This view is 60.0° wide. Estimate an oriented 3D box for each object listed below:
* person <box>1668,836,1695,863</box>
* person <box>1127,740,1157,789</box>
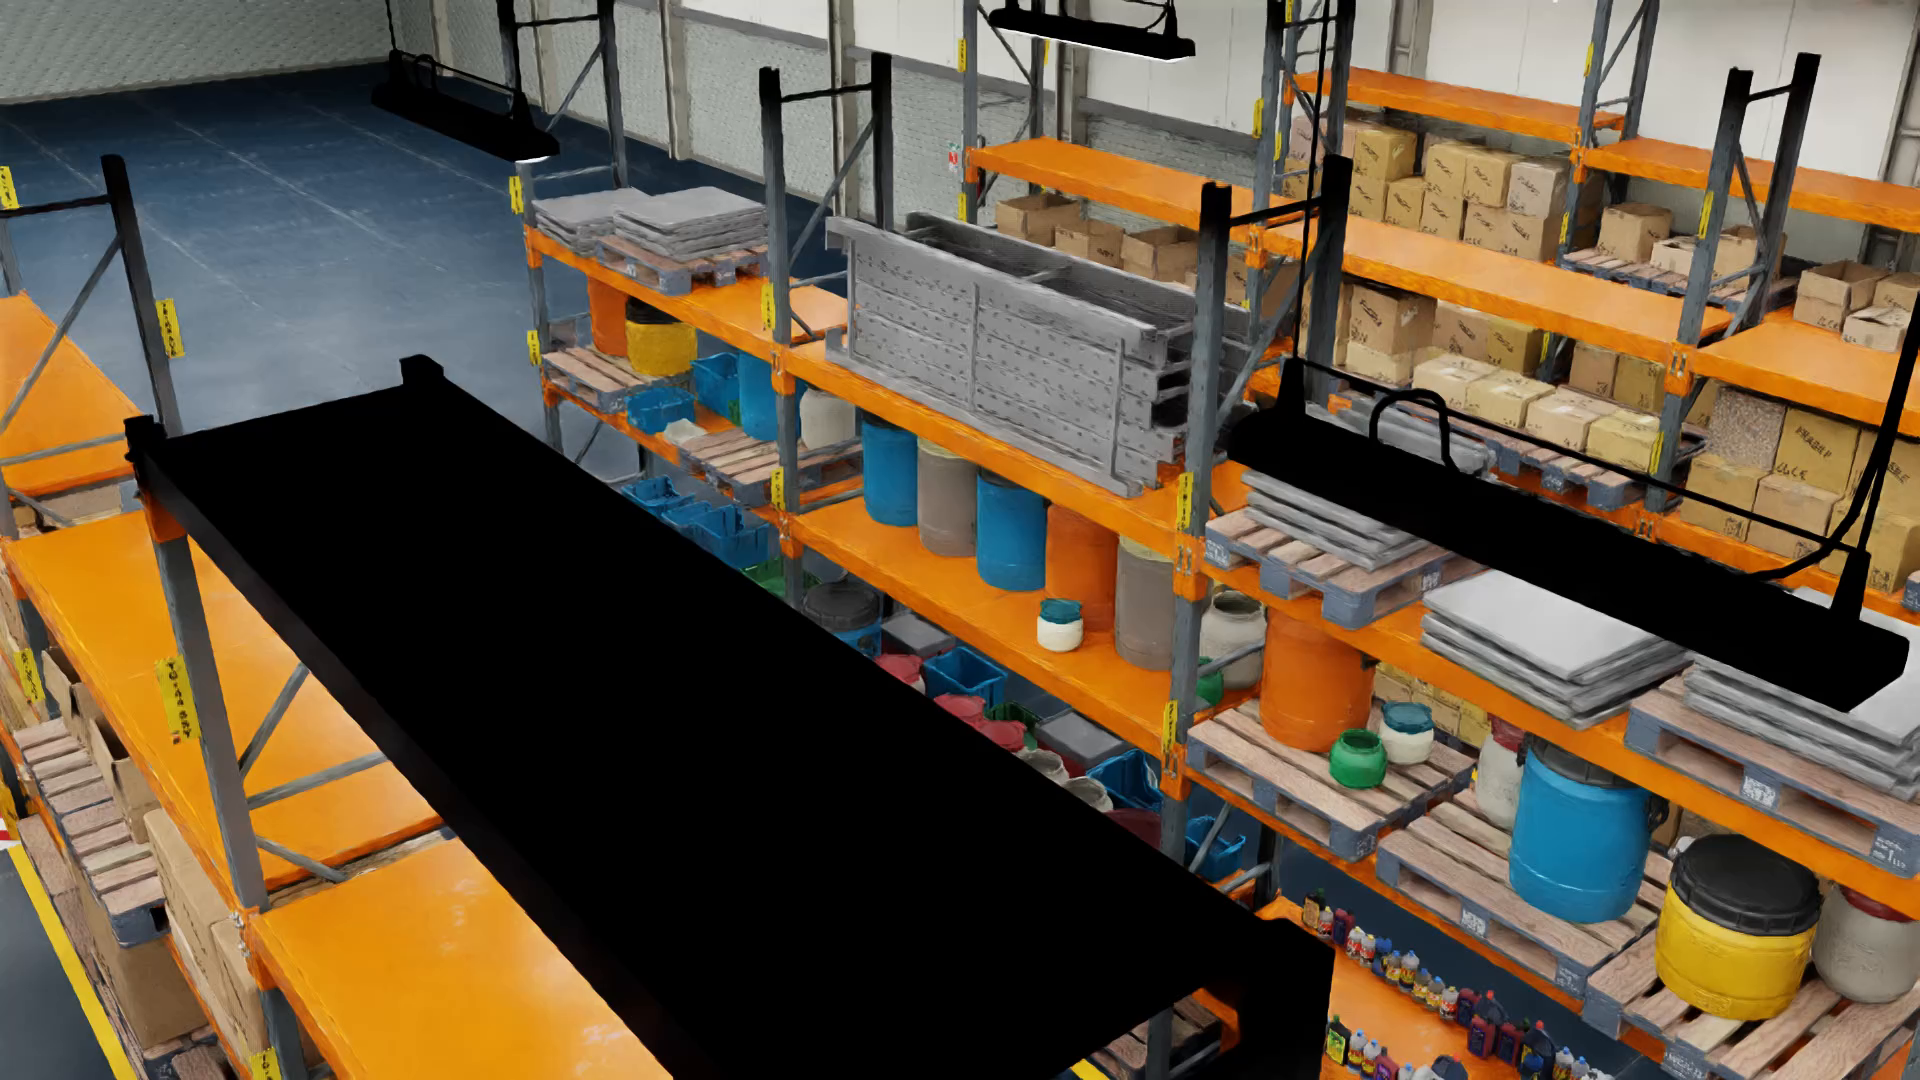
[{"bbox_3d":[4.662,2.683,10.853,0.463,1.622,0.985,-20,32,-35],"label":"person"},{"bbox_3d":[1.219,2.031,12.007,0.482,1.779,0.632,-22,33,-37],"label":"person"}]
